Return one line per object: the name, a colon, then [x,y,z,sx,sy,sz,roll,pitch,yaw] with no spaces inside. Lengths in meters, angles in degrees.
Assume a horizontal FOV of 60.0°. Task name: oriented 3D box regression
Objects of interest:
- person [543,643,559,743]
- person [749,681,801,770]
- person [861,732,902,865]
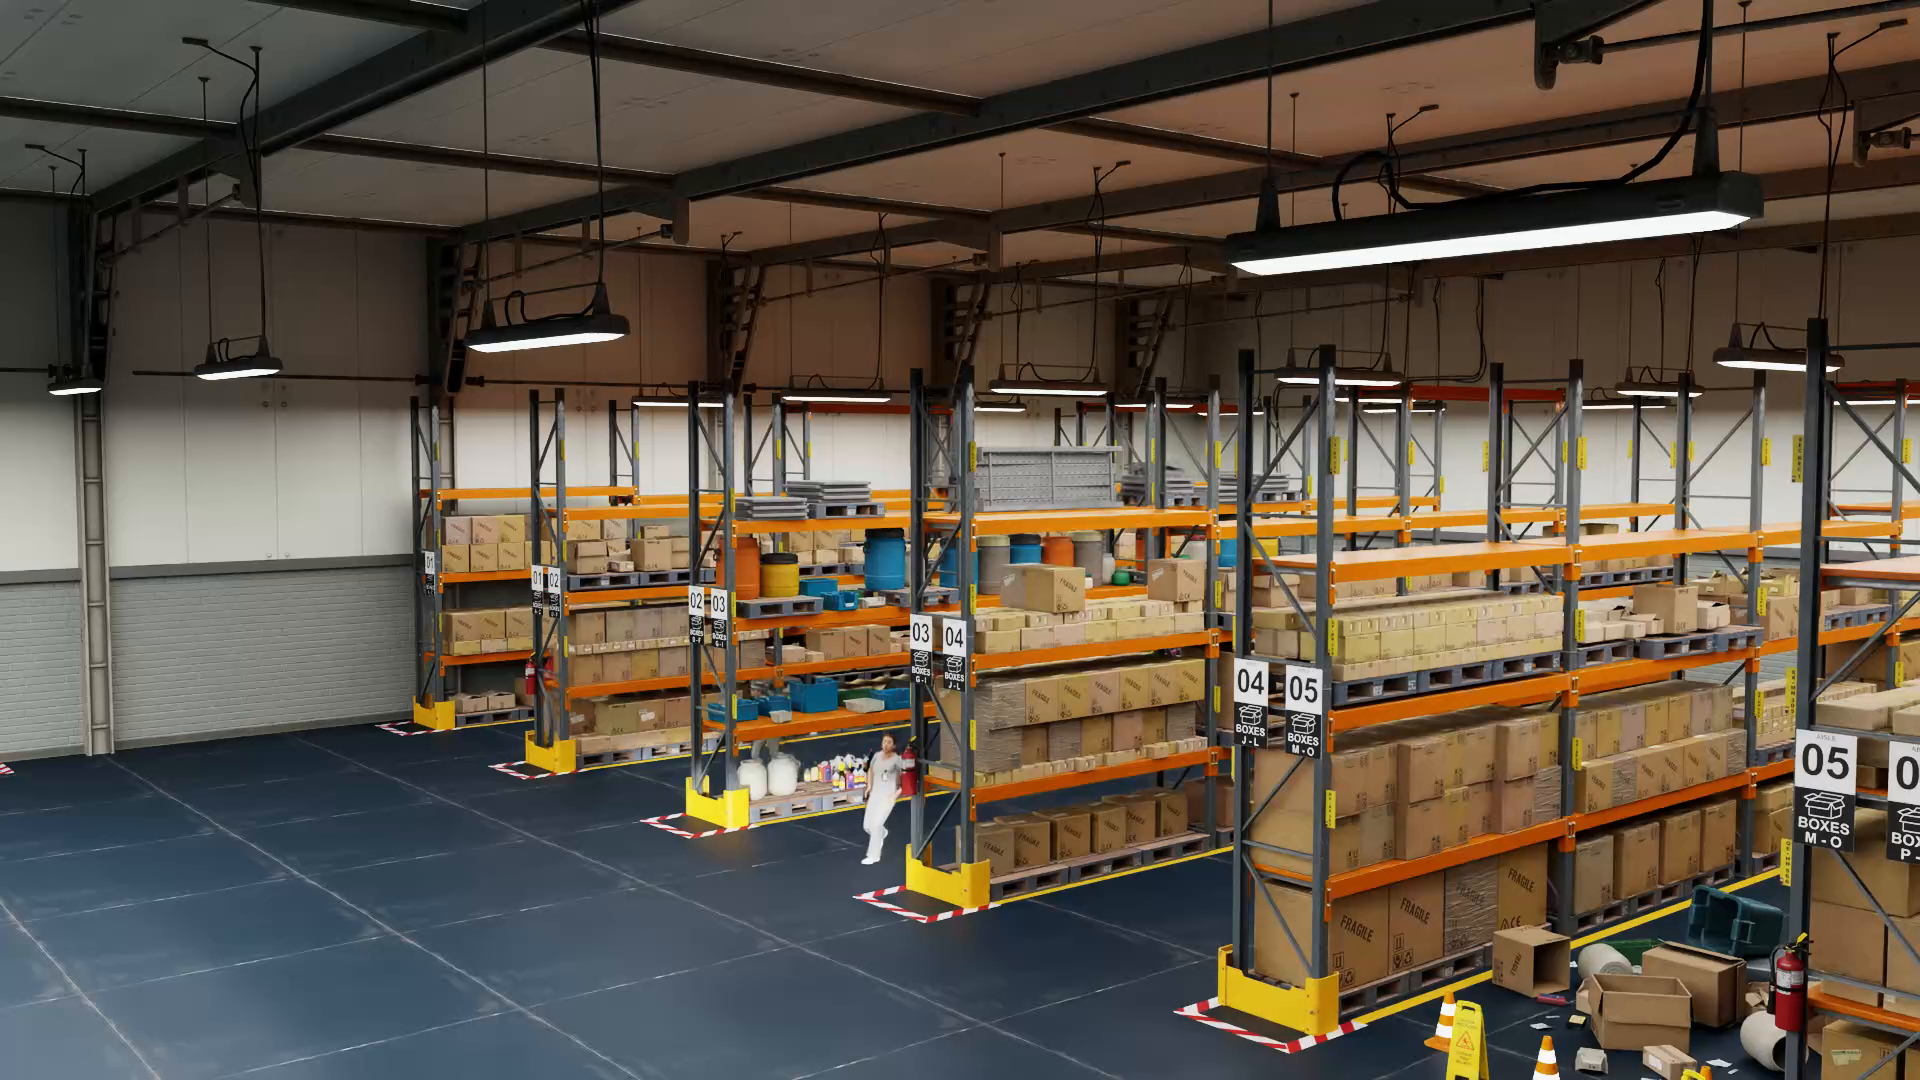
person: [-6.857,2.606,28.298,0.660,1.722,0.970,2,4,36]
person: [-2.798,2.902,24.922,0.908,1.669,0.631,-3,4,-38]
person: [-0.881,3.151,20.410,0.608,1.623,0.590,2,4,27]
